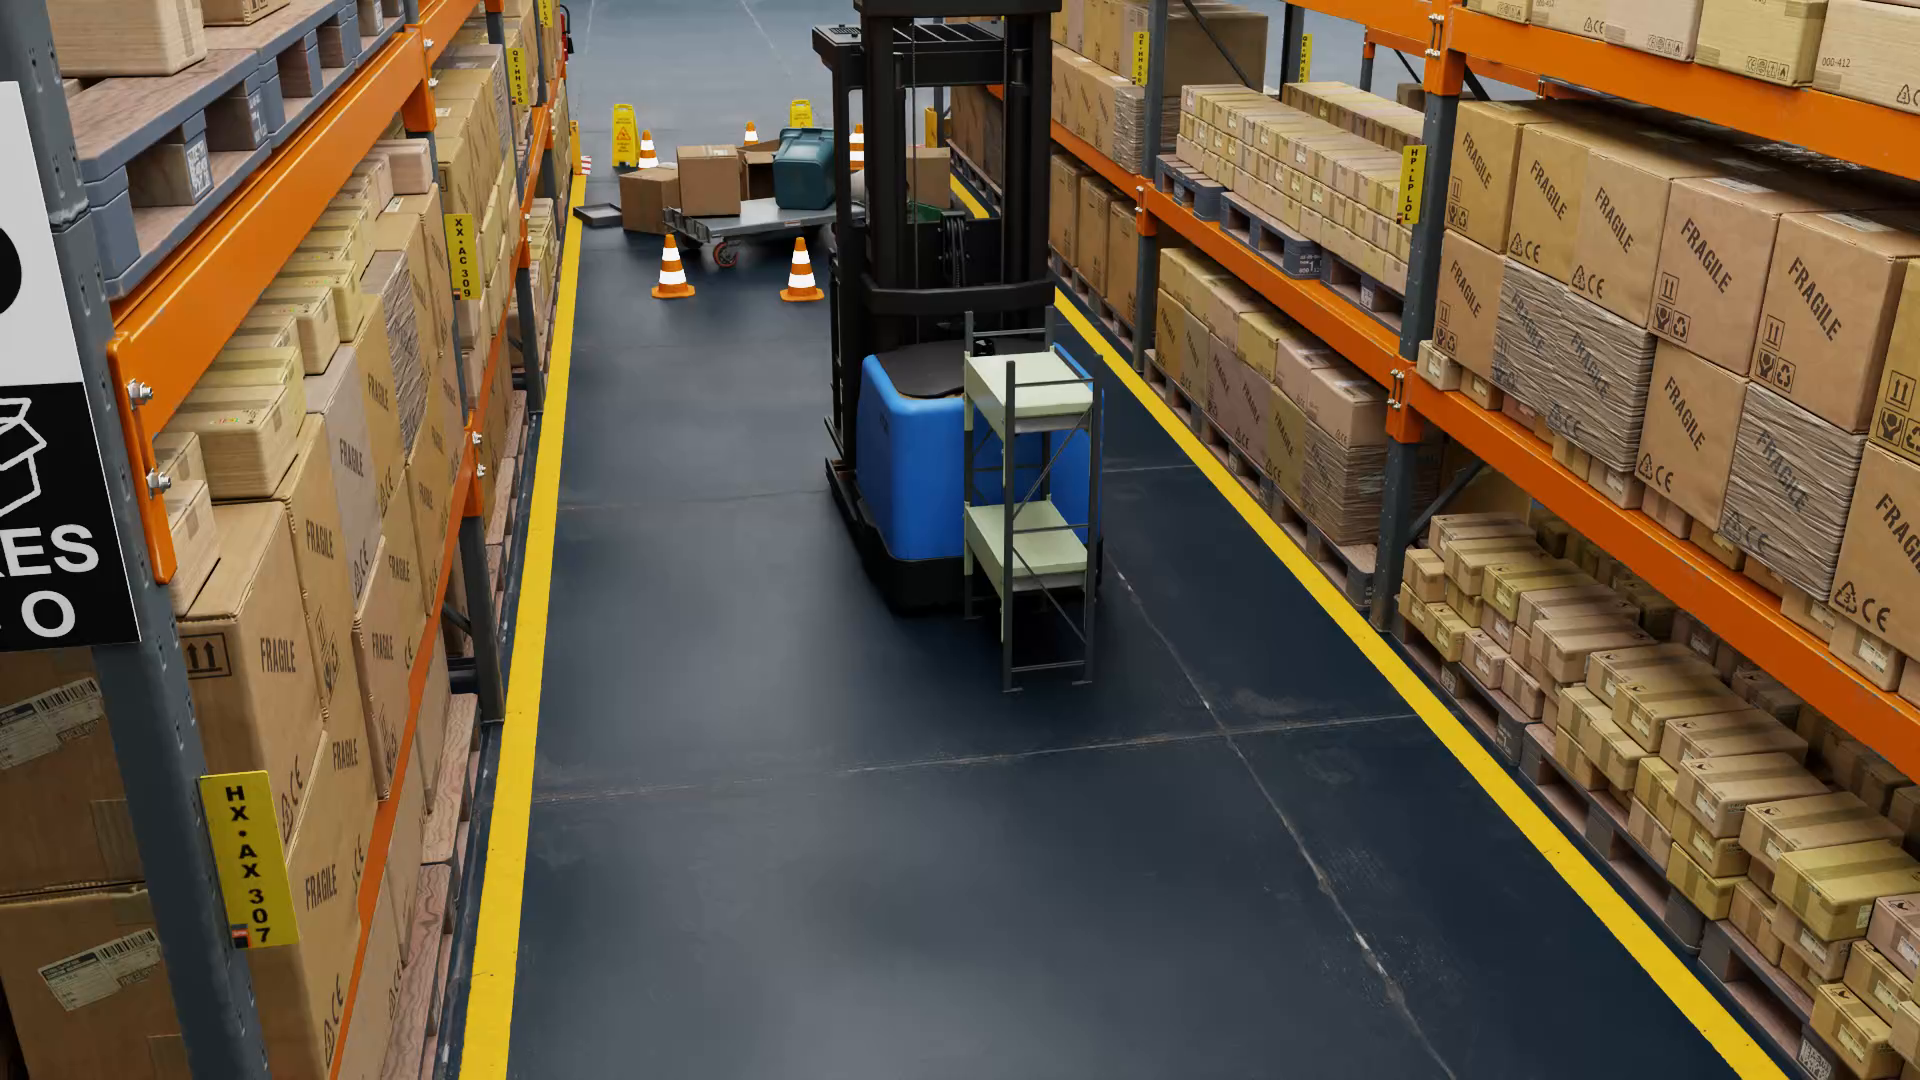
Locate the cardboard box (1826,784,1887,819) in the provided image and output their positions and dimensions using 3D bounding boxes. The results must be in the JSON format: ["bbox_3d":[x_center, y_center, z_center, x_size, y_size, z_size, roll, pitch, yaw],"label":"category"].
[{"bbox_3d":[3.115,0.923,5.555,0.380,0.149,0.250,-5,24,-12],"label":"cardboard box"}]

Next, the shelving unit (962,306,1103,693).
[{"bbox_3d":[0.299,-0.186,7.301,0.431,1.500,0.755,-5,24,-12],"label":"shelving unit"}]

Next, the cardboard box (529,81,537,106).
[{"bbox_3d":[-3.363,-3.327,12.410,0.380,0.149,0.250,-4,24,-9],"label":"cardboard box"}]

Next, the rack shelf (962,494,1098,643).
[{"bbox_3d":[0.299,0.113,7.432,0.431,0.370,0.720,-5,24,-12],"label":"rack shelf"}]

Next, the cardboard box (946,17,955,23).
[{"bbox_3d":[0.325,-5.641,17.731,0.875,0.550,0.550,-4,24,-10],"label":"cardboard box"}]

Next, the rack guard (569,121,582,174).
[{"bbox_3d":[-4.620,-4.134,17.590,1.175,0.500,0.348,-4,24,-10],"label":"rack guard"}]

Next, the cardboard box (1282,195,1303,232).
[{"bbox_3d":[1.919,-1.726,8.744,0.380,0.149,0.250,-3,24,-7],"label":"cardboard box"}]

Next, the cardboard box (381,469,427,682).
[{"bbox_3d":[-1.789,0.134,4.570,0.500,0.500,0.500,-4,24,-8],"label":"cardboard box"}]

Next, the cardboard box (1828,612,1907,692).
[{"bbox_3d":[2.692,0.289,4.654,0.380,0.149,0.250,-4,24,-8],"label":"cardboard box"}]

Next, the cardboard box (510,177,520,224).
[{"bbox_3d":[-2.806,-1.914,9.572,0.500,0.250,0.500,-5,24,-12],"label":"cardboard box"}]

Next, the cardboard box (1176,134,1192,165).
[{"bbox_3d":[1.575,-2.455,10.412,0.380,0.149,0.250,-5,24,-10],"label":"cardboard box"}]

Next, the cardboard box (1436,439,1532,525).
[{"bbox_3d":[2.555,-0.352,8.407,0.500,0.500,0.500,-3,24,-8],"label":"cardboard box"}]

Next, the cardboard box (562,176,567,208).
[{"bbox_3d":[-3.848,-3.129,15.078,0.500,0.250,0.500,-3,24,-7],"label":"cardboard box"}]

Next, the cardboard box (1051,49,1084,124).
[{"bbox_3d":[0.968,-3.565,13.041,0.500,0.500,0.500,-4,24,-10],"label":"cardboard box"}]

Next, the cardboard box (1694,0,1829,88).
[{"bbox_3d":[2.528,-1.491,4.855,0.500,0.250,0.500,-3,24,-7],"label":"cardboard box"}]

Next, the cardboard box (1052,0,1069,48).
[{"bbox_3d":[1.146,-4.249,13.356,0.700,0.500,0.500,-5,24,-11],"label":"cardboard box"}]

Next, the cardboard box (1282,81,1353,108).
[{"bbox_3d":[2.232,-2.760,10.366,0.380,0.149,0.250,-5,24,-12],"label":"cardboard box"}]

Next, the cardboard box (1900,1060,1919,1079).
[{"bbox_3d":[2.868,1.501,4.604,0.380,0.149,0.250,-4,24,-9],"label":"cardboard box"}]

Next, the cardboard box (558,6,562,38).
[{"bbox_3d":[-4.263,-5.298,16.636,0.500,0.500,0.500,-5,24,-11],"label":"cardboard box"}]

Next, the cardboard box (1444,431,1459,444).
[{"bbox_3d":[2.554,-0.696,8.257,0.500,0.250,0.500,-5,24,-12],"label":"cardboard box"}]

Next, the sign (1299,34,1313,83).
[{"bbox_3d":[2.222,-3.107,10.768,0.100,0.325,0.005,-4,24,-10],"label":"sign"}]

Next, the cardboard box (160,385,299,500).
[{"bbox_3d":[-1.523,-0.186,3.243,0.380,0.149,0.250,-4,24,-8],"label":"cardboard box"}]

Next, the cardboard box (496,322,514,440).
[{"bbox_3d":[-3.109,-1.103,9.658,0.875,0.875,0.875,-5,24,-10],"label":"cardboard box"}]

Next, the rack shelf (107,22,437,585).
[{"bbox_3d":[-2.046,-0.847,4.093,1.077,0.370,4.000,-4,24,-10],"label":"rack shelf"}]

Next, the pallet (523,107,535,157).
[{"bbox_3d":[-3.561,-2.850,11.768,1.003,0.211,1.213,-4,24,-10],"label":"pallet"}]

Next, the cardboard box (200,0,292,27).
[{"bbox_3d":[-1.901,-1.478,3.865,0.500,0.500,0.500,-4,24,-9],"label":"cardboard box"}]

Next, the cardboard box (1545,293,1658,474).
[{"bbox_3d":[2.431,-0.569,5.808,0.500,0.500,0.500,-5,24,-11],"label":"cardboard box"}]

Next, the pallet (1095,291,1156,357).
[{"bbox_3d":[1.619,-1.606,12.164,1.003,0.211,1.213,-4,24,-10],"label":"pallet"}]

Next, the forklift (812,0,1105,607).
[{"bbox_3d":[-0.141,-1.589,8.725,1.130,2.935,3.031,-5,24,-12],"label":"forklift"}]

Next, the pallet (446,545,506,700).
[{"bbox_3d":[-2.632,0.391,7.591,1.003,0.211,1.213,-4,24,-10],"label":"pallet"}]

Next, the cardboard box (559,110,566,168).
[{"bbox_3d":[-3.943,-3.678,15.396,0.500,0.500,0.500,-3,24,-7],"label":"cardboard box"}]

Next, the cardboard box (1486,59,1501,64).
[{"bbox_3d":[5.336,-4.709,16.097,0.380,0.149,0.250,-4,24,-10],"label":"cardboard box"}]

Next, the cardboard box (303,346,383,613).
[{"bbox_3d":[-1.690,-0.134,3.935,0.500,0.500,0.500,-4,24,-10],"label":"cardboard box"}]

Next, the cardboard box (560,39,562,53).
[{"bbox_3d":[-4.199,-4.971,16.698,0.380,0.149,0.250,-5,24,-10],"label":"cardboard box"}]

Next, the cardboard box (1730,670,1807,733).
[{"bbox_3d":[3.004,0.580,5.967,0.380,0.149,0.250,-4,24,-10],"label":"cardboard box"}]

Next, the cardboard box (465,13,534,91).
[{"bbox_3d":[-3.401,-3.547,12.103,0.500,0.500,0.500,-3,24,-8],"label":"cardboard box"}]

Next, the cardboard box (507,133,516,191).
[{"bbox_3d":[-2.816,-2.151,9.490,0.500,0.250,0.500,-4,24,-10],"label":"cardboard box"}]

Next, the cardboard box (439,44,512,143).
[{"bbox_3d":[-2.802,-2.482,9.312,0.500,0.500,0.500,-5,24,-11],"label":"cardboard box"}]

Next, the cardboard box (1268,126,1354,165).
[{"bbox_3d":[1.873,-2.107,8.873,0.380,0.149,0.250,-5,24,-10],"label":"cardboard box"}]

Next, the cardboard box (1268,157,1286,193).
[{"bbox_3d":[1.876,-1.965,8.919,0.380,0.149,0.250,-3,24,-8],"label":"cardboard box"}]

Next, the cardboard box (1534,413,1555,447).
[{"bbox_3d":[2.428,-0.440,6.323,0.380,0.149,0.250,-5,24,-12],"label":"cardboard box"}]

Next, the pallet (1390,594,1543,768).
[{"bbox_3d":[2.590,0.544,7.240,1.003,0.211,1.213,-4,24,-10],"label":"pallet"}]

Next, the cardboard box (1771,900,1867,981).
[{"bbox_3d":[2.694,1.165,5.000,0.380,0.149,0.250,-5,24,-12],"label":"cardboard box"}]

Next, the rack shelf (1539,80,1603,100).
[{"bbox_3d":[6.214,-3.353,13.578,1.077,0.370,4.000,-4,24,-10],"label":"rack shelf"}]

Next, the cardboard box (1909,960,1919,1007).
[{"bbox_3d":[2.823,1.230,4.480,0.380,0.149,0.250,-4,24,-9],"label":"cardboard box"}]

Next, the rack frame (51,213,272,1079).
[{"bbox_3d":[-1.676,0.984,2.748,1.000,3.000,0.127,-4,24,-10],"label":"rack frame"}]

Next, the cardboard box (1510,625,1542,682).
[{"bbox_3d":[2.446,0.441,6.657,0.380,0.149,0.250,-6,24,-12],"label":"cardboard box"}]

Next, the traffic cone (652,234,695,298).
[{"bbox_3d":[-2.290,-2.189,13.184,0.336,0.463,0.334,-4,24,-10],"label":"traffic cone"}]

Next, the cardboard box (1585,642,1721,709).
[{"bbox_3d":[2.547,0.514,6.120,0.380,0.149,0.250,-5,24,-12],"label":"cardboard box"}]

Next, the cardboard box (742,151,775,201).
[{"bbox_3d":[-1.640,-3.356,15.637,0.797,0.637,0.503,-4,24,-10],"label":"cardboard box"}]

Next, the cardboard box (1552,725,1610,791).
[{"bbox_3d":[2.462,0.793,6.223,0.380,0.149,0.250,-5,24,-11],"label":"cardboard box"}]

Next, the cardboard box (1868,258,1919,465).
[{"bbox_3d":[2.747,-0.423,4.225,0.500,0.500,0.500,-5,24,-12],"label":"cardboard box"}]

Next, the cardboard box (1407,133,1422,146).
[{"bbox_3d":[2.570,-2.043,8.725,0.380,0.149,0.250,-3,24,-8],"label":"cardboard box"}]

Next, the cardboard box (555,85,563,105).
[{"bbox_3d":[-4.006,-4.244,15.883,0.380,0.149,0.250,-3,24,-7],"label":"cardboard box"}]

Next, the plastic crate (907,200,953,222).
[{"bbox_3d":[-0.368,-2.851,14.971,0.450,0.188,0.662,17,27,13],"label":"plastic crate"}]

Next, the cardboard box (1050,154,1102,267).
[{"bbox_3d":[1.329,-2.686,13.439,1.050,0.750,0.750,-4,24,-10],"label":"cardboard box"}]

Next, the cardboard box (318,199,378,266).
[{"bbox_3d":[-1.921,-0.888,4.851,0.380,0.149,0.250,-4,24,-10],"label":"cardboard box"}]
